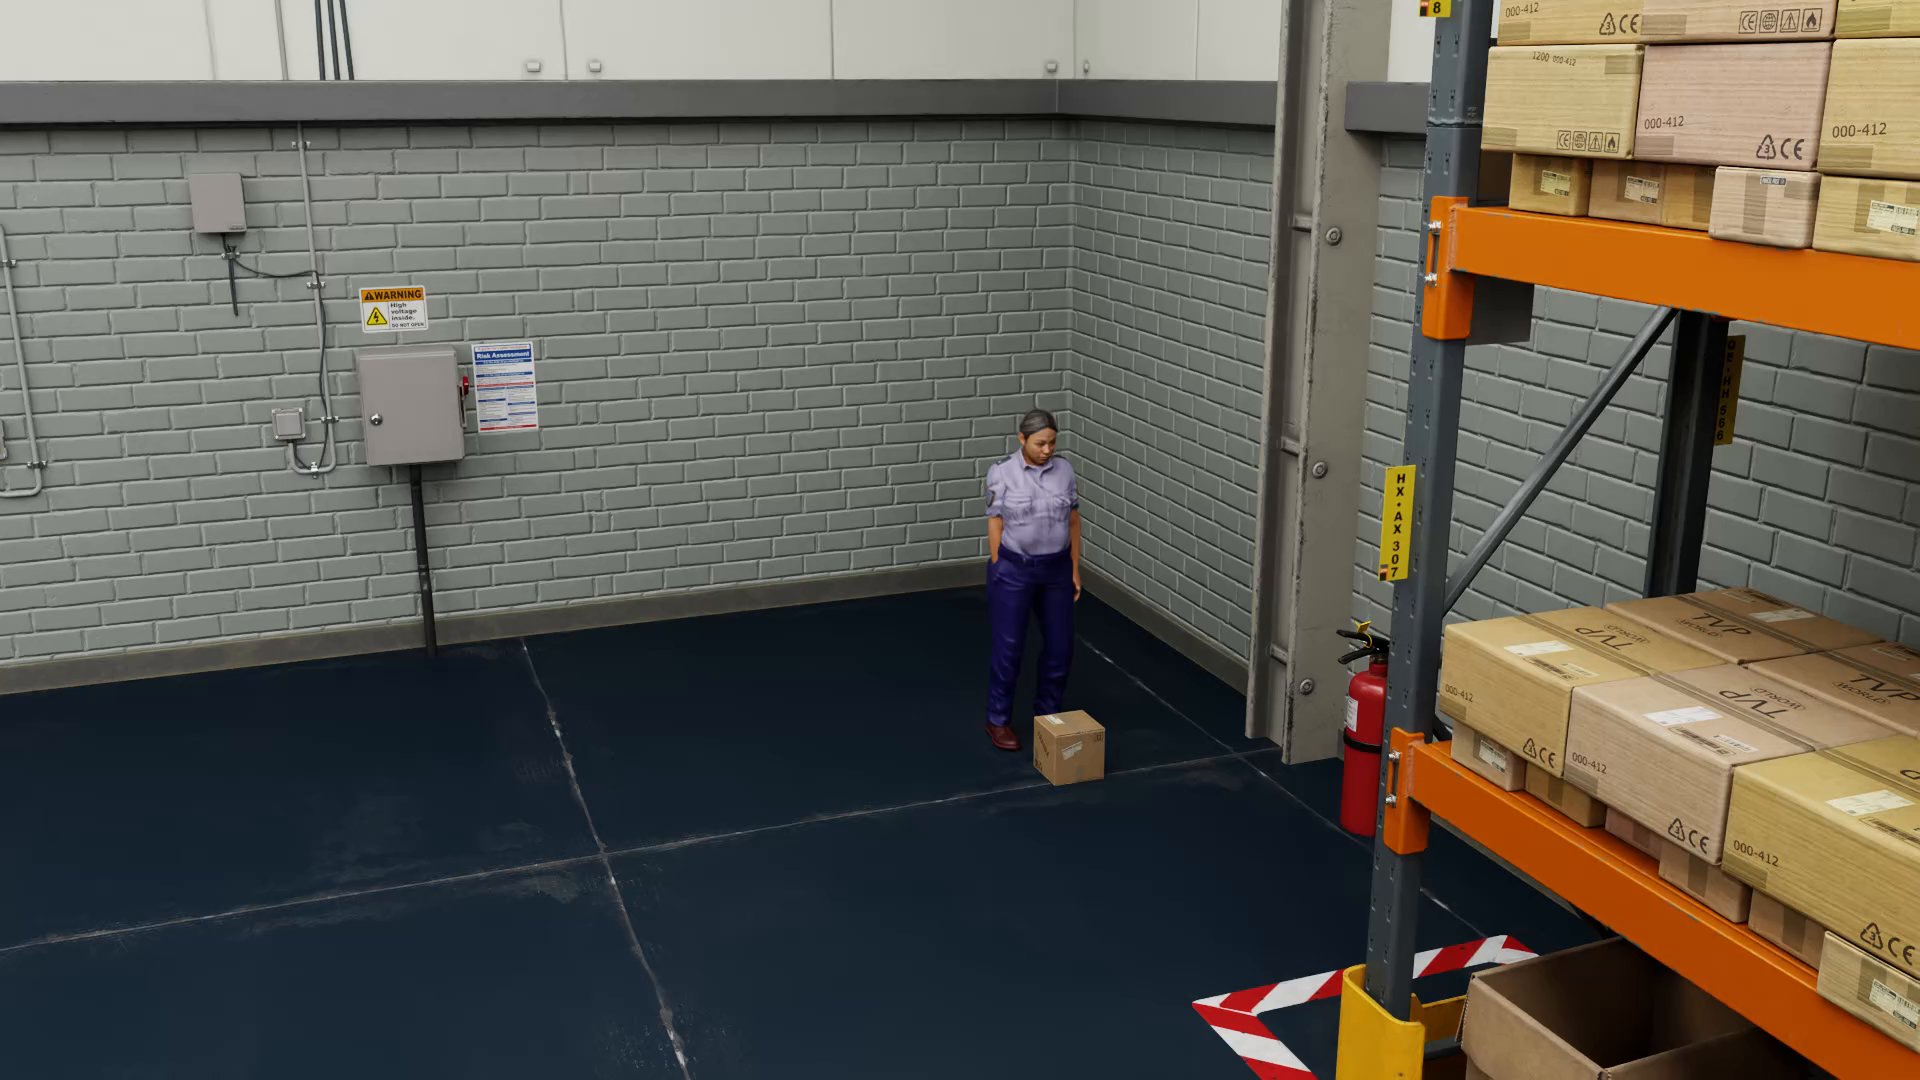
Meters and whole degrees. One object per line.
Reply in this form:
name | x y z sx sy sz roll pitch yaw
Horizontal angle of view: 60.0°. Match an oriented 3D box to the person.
person | 0.358 0.183 7.961 0.474 1.628 0.339 -6 17 -19
